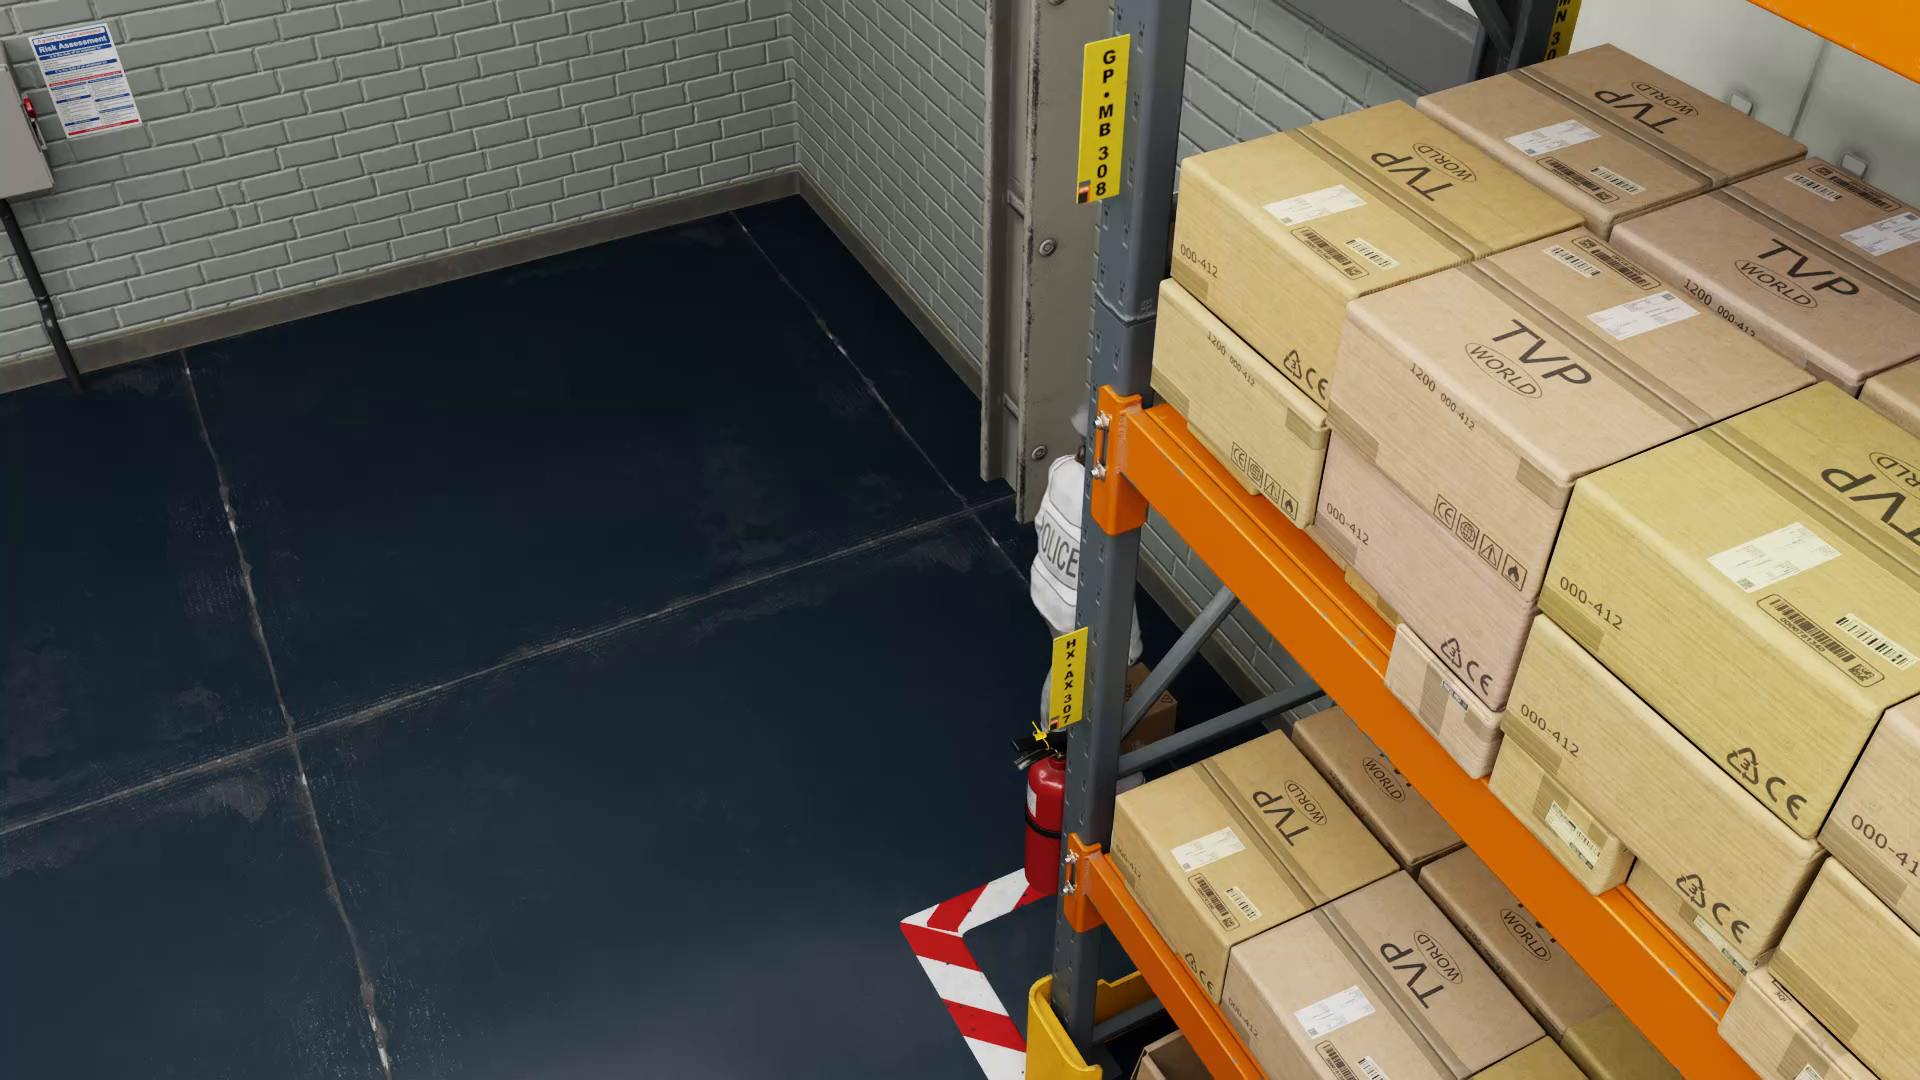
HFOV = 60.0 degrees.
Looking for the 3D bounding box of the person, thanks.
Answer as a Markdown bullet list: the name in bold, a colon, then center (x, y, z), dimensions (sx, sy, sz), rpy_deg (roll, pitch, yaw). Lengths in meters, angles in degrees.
- **person**: center (0.457, 0.227, 5.899), dimensions (0.378, 1.663, 0.538), rpy_deg (-20, 45, -21)
